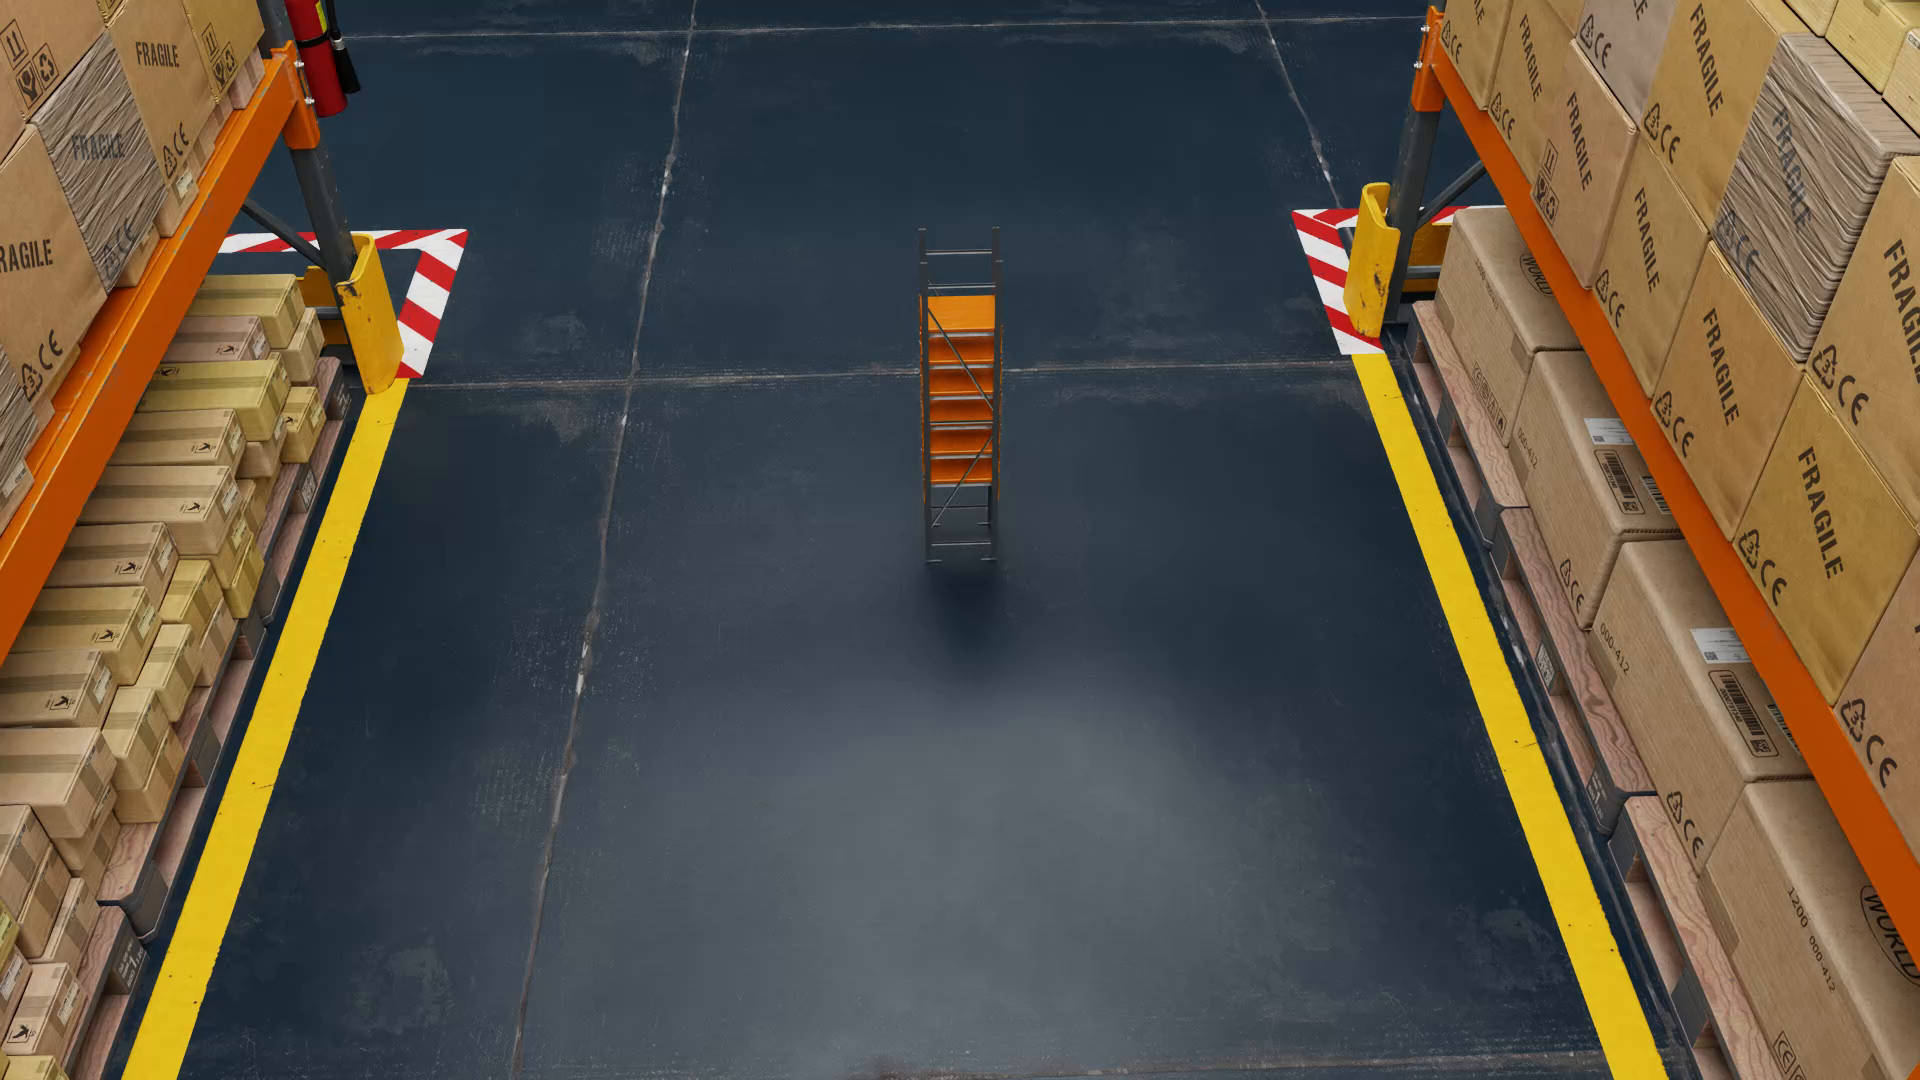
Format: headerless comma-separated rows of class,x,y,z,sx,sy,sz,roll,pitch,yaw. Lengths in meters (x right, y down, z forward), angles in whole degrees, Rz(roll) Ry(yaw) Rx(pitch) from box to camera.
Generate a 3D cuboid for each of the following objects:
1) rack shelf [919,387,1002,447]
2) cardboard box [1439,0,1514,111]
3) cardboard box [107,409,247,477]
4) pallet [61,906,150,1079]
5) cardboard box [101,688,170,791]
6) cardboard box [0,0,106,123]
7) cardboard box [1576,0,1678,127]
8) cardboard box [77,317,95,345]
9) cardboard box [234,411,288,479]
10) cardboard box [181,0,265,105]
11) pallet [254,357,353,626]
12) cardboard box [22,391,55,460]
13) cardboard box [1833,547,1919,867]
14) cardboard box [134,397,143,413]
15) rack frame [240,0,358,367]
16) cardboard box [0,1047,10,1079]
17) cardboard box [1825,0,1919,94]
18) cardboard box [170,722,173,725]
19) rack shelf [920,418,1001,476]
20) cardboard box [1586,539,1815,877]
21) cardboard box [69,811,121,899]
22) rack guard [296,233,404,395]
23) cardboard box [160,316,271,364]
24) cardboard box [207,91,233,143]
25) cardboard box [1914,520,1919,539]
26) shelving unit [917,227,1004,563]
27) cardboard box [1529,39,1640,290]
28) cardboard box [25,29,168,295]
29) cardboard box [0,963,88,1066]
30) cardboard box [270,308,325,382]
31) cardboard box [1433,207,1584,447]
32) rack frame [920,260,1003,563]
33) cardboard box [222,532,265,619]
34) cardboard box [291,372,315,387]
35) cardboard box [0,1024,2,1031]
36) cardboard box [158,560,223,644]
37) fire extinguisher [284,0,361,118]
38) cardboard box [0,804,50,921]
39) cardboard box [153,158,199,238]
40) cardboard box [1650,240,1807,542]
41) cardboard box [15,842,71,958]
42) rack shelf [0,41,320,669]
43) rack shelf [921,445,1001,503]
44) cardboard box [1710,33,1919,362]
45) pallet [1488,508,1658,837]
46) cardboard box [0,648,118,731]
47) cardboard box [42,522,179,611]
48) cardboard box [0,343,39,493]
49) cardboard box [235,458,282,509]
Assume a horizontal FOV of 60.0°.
rack shelf,0.001,-0.400,5.364,0.258,0.103,0.180,-2,43,-2
cardboard box,1.897,-1.730,5.343,0.500,0.500,0.500,-2,43,-2
cardboard box,-2.463,-0.269,5.182,0.380,0.149,0.250,-3,43,-4
pallet,-2.672,1.461,4.000,1.003,0.211,1.213,-2,43,-2
cardboard box,-2.395,0.545,4.514,0.380,0.149,0.250,-2,43,-2
cardboard box,-2.457,-1.335,3.953,0.500,0.500,0.500,0,43,0
cardboard box,1.958,-1.403,4.246,0.500,0.500,0.500,-2,43,-2
cardboard box,-2.515,-0.638,4.412,0.380,0.149,0.250,-3,43,-4
cardboard box,-2.447,-0.330,5.469,0.380,0.149,0.250,-3,43,-4
cardboard box,-2.502,-1.666,5.053,0.500,0.500,0.500,-1,43,-1
pallet,-2.776,-0.186,5.797,1.003,0.211,1.213,-2,43,-2
cardboard box,-2.455,-0.290,4.032,0.380,0.149,0.250,0,43,0
cardboard box,2.058,0.332,3.093,0.500,0.500,0.500,-1,43,-1
cardboard box,-2.983,-0.382,5.745,0.380,0.149,0.250,-2,43,-2
rack frame,-2.778,-1.815,5.510,1.000,3.000,0.127,-2,43,-2
cardboard box,-2.404,1.250,3.746,0.380,0.149,0.250,-1,43,-1
cardboard box,2.011,-1.033,3.363,0.380,0.149,0.250,-2,43,-3
cardboard box,-2.486,0.477,4.809,0.380,0.149,0.250,-1,43,-1
rack shelf,0.001,-0.311,5.445,0.258,0.103,0.180,-2,43,-2
cardboard box,2.375,0.434,4.643,0.875,0.438,0.875,-3,43,-3
cardboard box,-2.483,0.830,4.424,0.380,0.149,0.250,-3,43,-4
rack guard,-2.775,-0.842,6.299,1.175,0.500,0.348,-2,43,-2
cardboard box,-2.549,-0.617,5.562,0.380,0.149,0.250,-1,43,-1
cardboard box,-2.509,-1.341,5.179,0.380,0.149,0.250,-2,43,-2
cardboard box,2.037,-0.041,2.761,0.500,0.500,0.500,-2,43,-2
shelving unit,0.001,-0.433,5.334,0.258,1.200,0.189,-2,43,-2
cardboard box,1.950,-1.045,4.596,0.500,0.500,0.500,-2,43,-2
cardboard box,-2.454,-0.976,4.300,0.500,0.500,0.500,-2,43,-2
cardboard box,-2.376,1.180,4.041,0.380,0.149,0.250,-2,43,-2
cardboard box,-2.470,-0.680,5.851,0.380,0.149,0.250,-3,43,-3
cardboard box,2.291,-0.793,5.980,0.875,0.438,0.875,-3,43,-3
rack frame,0.005,-0.371,5.267,0.240,1.200,0.006,-2,43,-2
cardboard box,-2.413,0.119,5.200,0.380,0.149,0.250,-3,43,-4
cardboard box,-2.547,-0.569,5.950,0.380,0.149,0.250,-1,43,-1
cardboard box,-2.368,1.136,3.649,0.380,0.149,0.250,0,43,0
cardboard box,-2.419,0.193,4.898,0.380,0.149,0.250,0,43,0
fire extinguisher,-2.328,-1.832,5.862,0.296,0.674,0.183,-2,43,-2
cardboard box,-2.462,0.791,4.026,0.380,0.149,0.250,-3,43,-3
cardboard box,-2.449,-1.001,4.808,0.380,0.149,0.250,-1,43,-1
cardboard box,1.995,-0.354,3.842,0.500,0.500,0.500,-2,43,-2
cardboard box,-2.459,0.904,4.123,0.380,0.149,0.250,-4,43,-4
rack shelf,-2.693,-0.200,4.280,1.077,0.370,4.000,-2,43,-2
rack shelf,0.001,-0.223,5.526,0.258,0.103,0.180,-2,43,-2
cardboard box,1.993,-0.727,3.509,0.500,0.500,0.500,-1,43,-1
pallet,2.324,0.362,5.199,1.003,0.211,1.213,-2,43,-2
cardboard box,-2.485,0.436,4.414,0.380,0.149,0.250,-3,43,-4
cardboard box,-2.496,0.092,4.789,0.380,0.149,0.250,-3,43,-3
cardboard box,-2.391,-0.278,3.539,0.500,0.500,0.500,-2,43,-3
cardboard box,-2.510,-0.218,5.567,0.380,0.149,0.250,-2,43,-2
